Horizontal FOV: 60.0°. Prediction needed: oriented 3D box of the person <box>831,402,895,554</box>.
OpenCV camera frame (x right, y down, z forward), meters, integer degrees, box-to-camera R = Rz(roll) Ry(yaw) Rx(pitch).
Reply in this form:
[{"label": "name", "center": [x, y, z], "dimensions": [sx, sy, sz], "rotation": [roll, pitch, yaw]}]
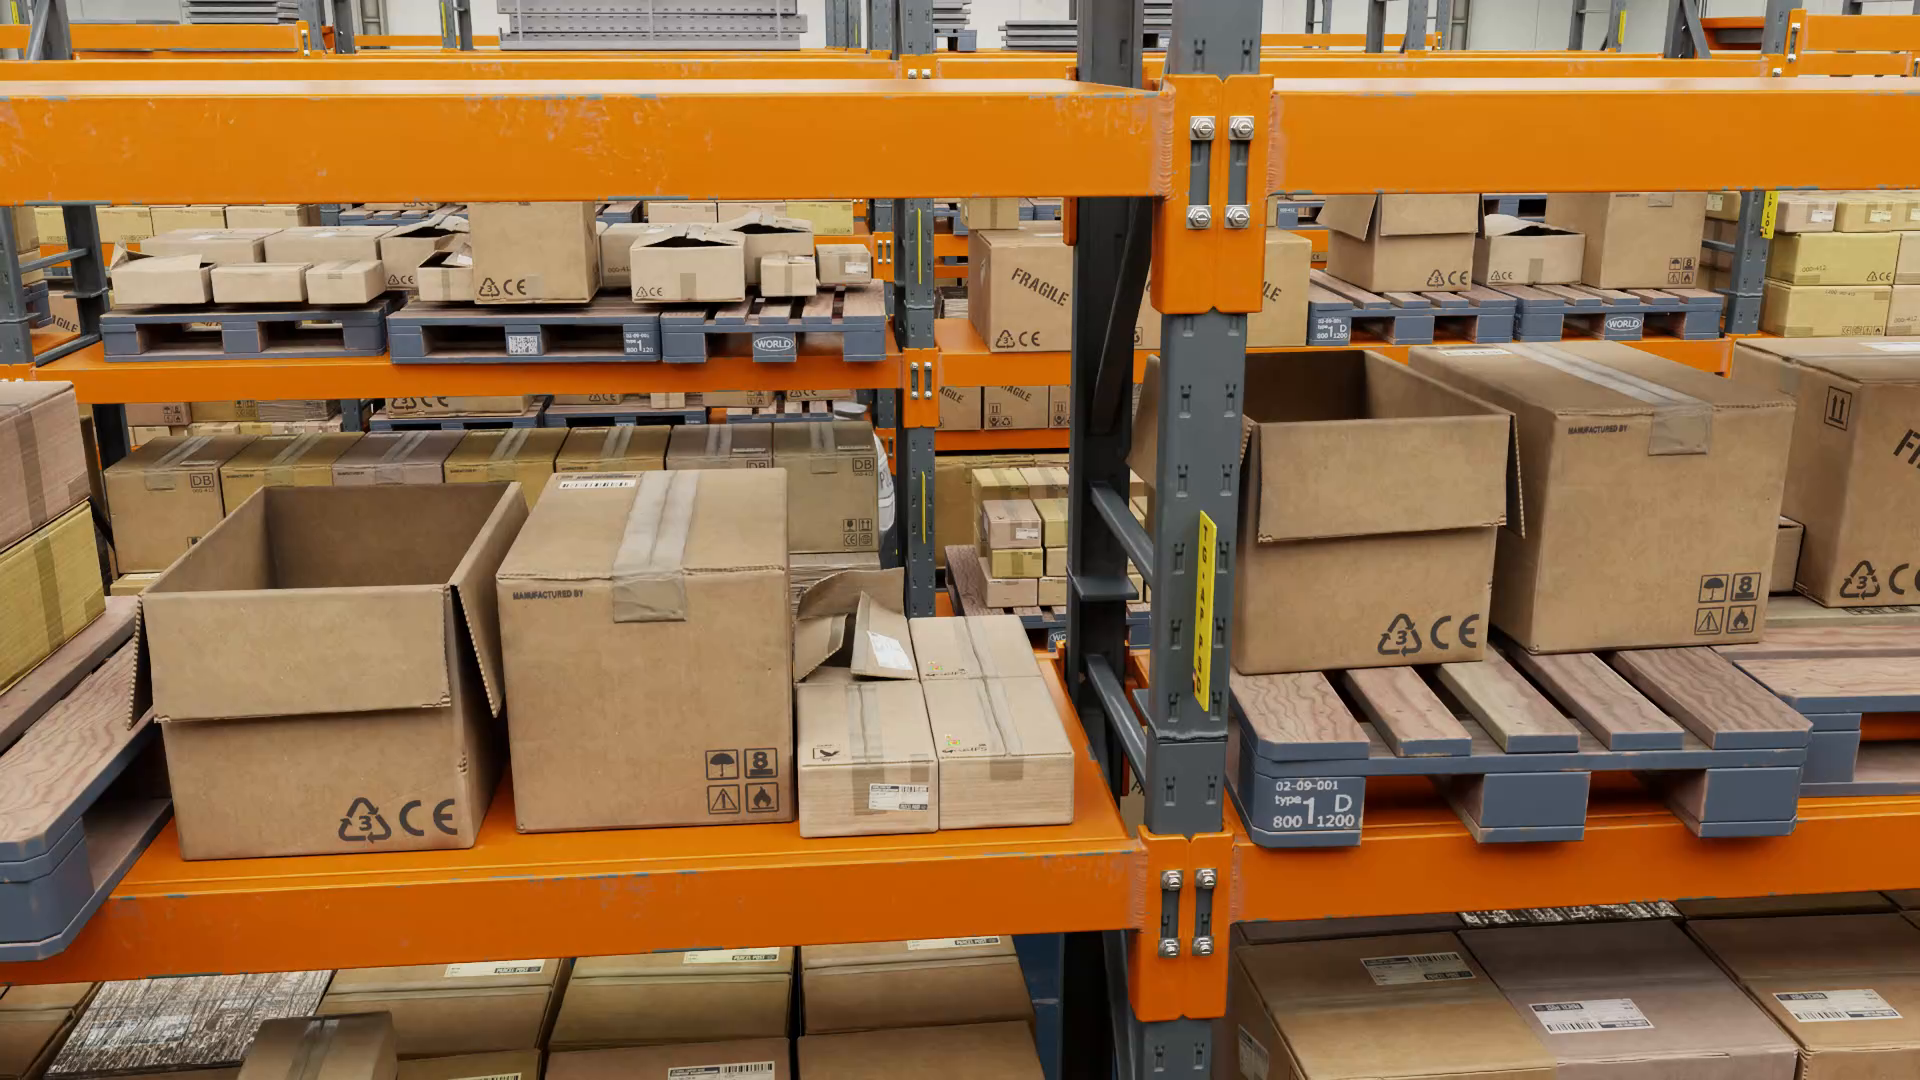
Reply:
[{"label": "person", "center": [-0.694, -0.130, 11.963], "dimensions": [0.435, 1.747, 0.584], "rotation": [3, 17, 10]}]
